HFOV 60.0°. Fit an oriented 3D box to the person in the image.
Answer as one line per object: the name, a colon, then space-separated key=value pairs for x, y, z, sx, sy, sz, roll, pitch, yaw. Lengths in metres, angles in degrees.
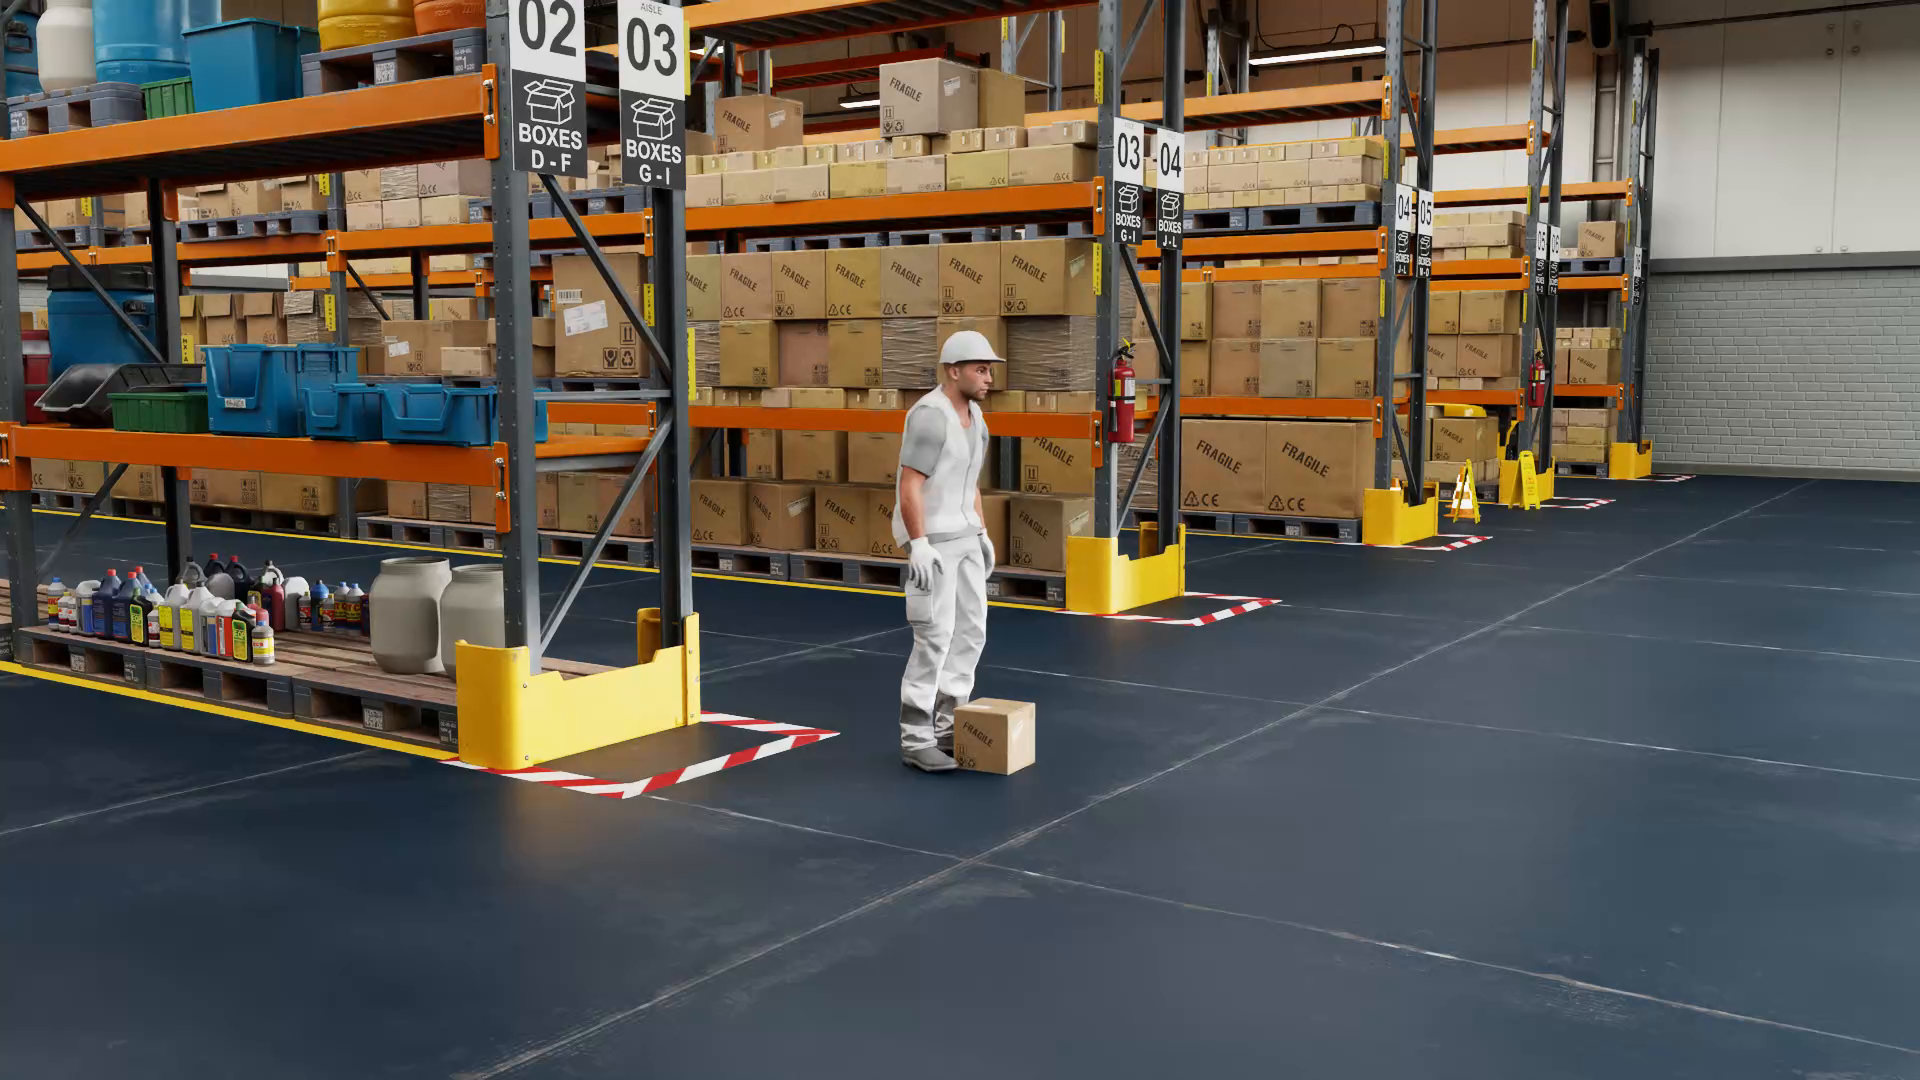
person: x=-0.036 y=0.030 z=6.883 sx=0.453 sy=1.778 sz=0.616 roll=4 pitch=7 yaw=30
